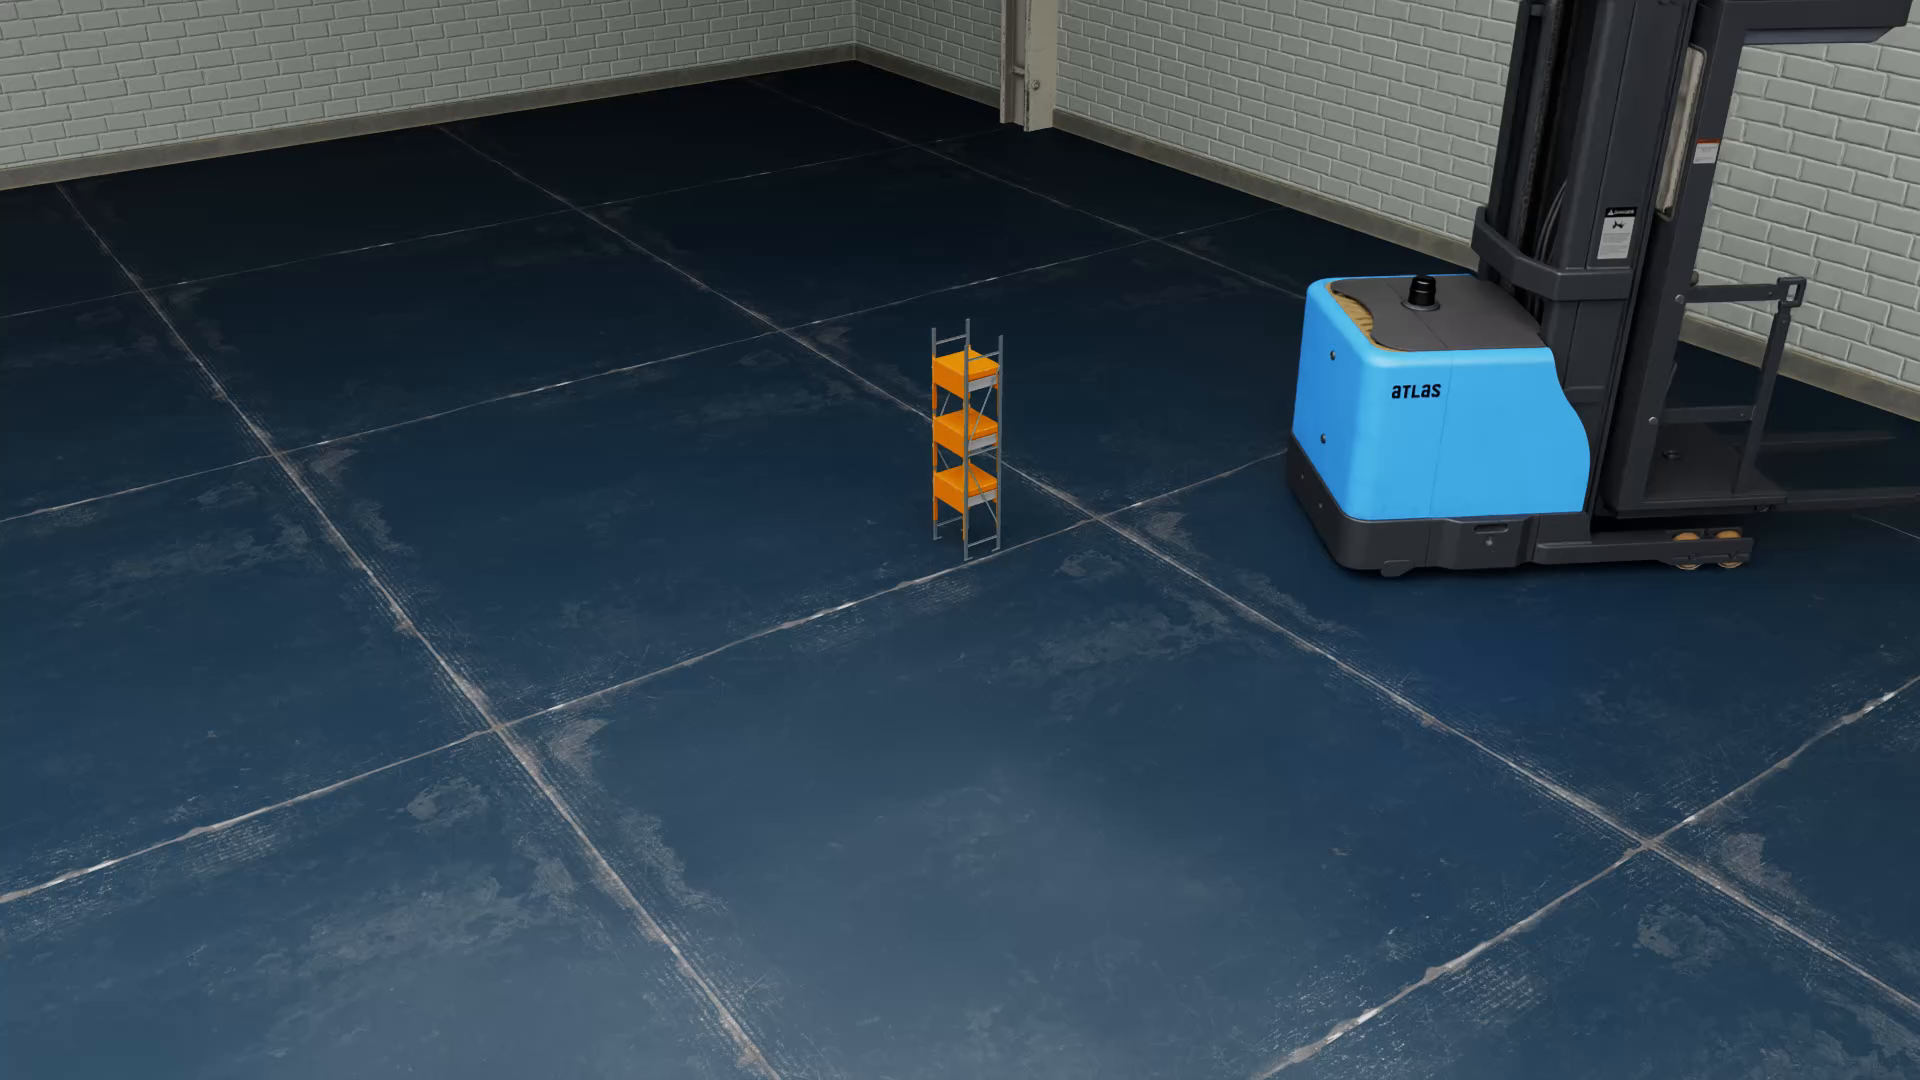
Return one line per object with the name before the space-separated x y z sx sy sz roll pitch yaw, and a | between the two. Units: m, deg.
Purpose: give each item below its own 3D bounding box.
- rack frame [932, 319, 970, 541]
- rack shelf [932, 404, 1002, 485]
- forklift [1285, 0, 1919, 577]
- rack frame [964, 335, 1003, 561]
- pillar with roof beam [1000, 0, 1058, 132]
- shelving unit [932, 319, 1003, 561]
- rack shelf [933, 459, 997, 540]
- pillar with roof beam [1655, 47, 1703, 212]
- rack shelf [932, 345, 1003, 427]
rack frame | -0.040 -0.488 7.548 0.200 1.050 0.008 -19 34 -31
rack shelf | 0.031 -0.431 7.466 0.215 0.259 0.240 -19 34 -31
forklift | 3.146 -1.402 7.261 3.031 2.935 1.130 -3 29 -5
rack frame | 0.102 -0.393 7.374 0.200 1.050 0.008 -19 34 -31
pillar with roof beam | -2.925 -6.357 10.026 9.100 9.000 0.400 -19 34 -31
shelving unit | 0.031 -0.441 7.461 0.215 1.050 0.252 -19 34 -31
rack shelf | 0.031 -0.187 7.599 0.215 0.259 0.240 -19 34 -31
pillar with roof beam | 0.556 -4.024 5.731 9.100 9.000 0.400 -19 34 -31
rack shelf | 0.031 -0.681 7.331 0.215 0.259 0.240 -19 34 -31
